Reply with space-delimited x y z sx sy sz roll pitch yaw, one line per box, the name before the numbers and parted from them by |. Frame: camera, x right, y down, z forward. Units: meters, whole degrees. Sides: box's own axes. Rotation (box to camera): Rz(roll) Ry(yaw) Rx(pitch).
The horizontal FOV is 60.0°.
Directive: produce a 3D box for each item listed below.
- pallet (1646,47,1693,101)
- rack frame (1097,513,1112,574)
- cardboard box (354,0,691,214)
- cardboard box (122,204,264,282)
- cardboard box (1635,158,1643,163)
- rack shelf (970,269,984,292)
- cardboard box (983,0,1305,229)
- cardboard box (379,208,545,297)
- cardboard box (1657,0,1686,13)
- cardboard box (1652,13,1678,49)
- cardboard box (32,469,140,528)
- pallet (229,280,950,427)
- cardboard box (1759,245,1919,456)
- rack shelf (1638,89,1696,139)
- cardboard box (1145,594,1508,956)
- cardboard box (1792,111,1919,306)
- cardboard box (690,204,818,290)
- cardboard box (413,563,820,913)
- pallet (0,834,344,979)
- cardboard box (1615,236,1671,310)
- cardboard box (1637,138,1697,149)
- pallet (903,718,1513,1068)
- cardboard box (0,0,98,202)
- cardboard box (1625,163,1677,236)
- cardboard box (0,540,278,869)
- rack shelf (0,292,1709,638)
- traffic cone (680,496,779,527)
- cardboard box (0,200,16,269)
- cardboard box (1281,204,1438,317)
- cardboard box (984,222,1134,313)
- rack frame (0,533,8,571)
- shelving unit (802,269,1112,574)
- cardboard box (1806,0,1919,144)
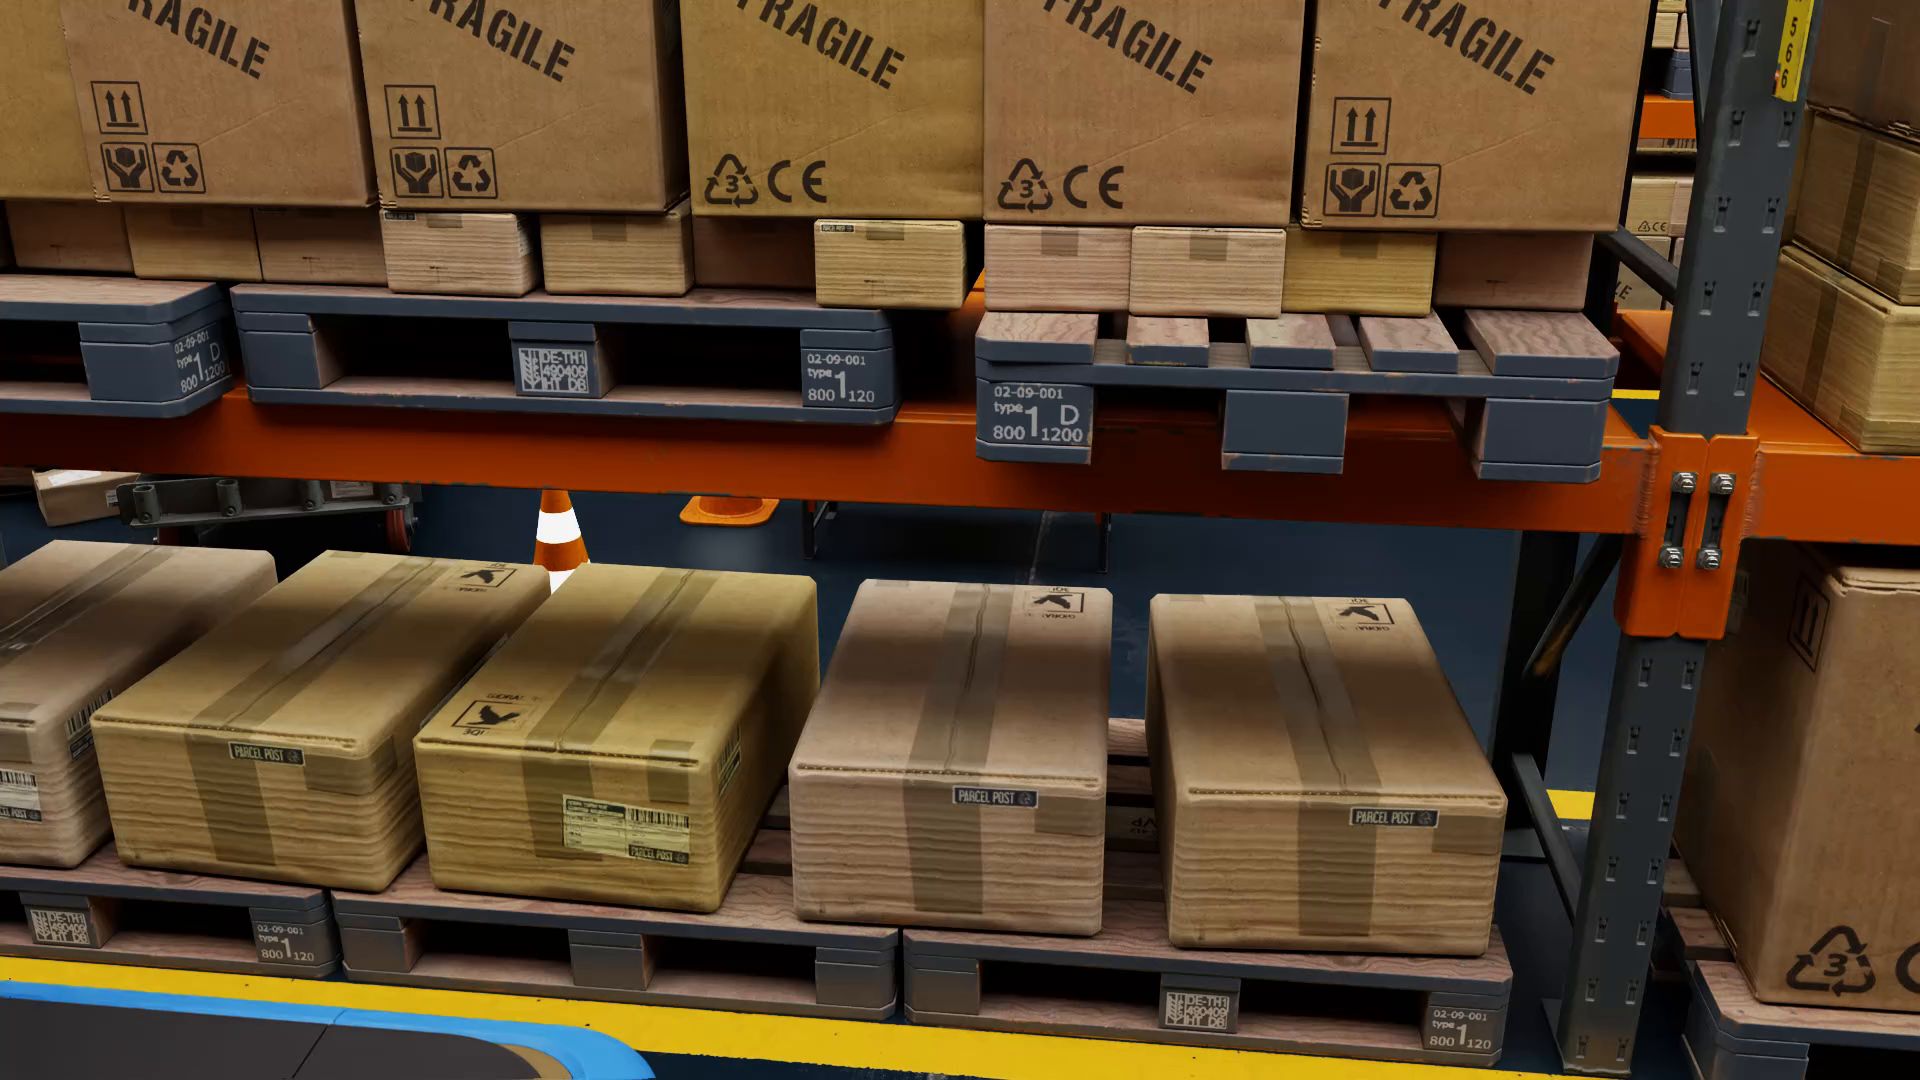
pallet | 3.764 -2.174 7.619 1.213 0.211 1.003 2 22 6
rack frame | 0.512 -0.501 5.677 0.032 1.125 0.500 2 22 6
cardboard box | -0.731 -0.884 2.984 0.500 0.500 0.500 2 22 4
cardboard box | -1.362 -0.609 3.172 0.250 0.149 0.380 3 22 7
cardboard box | 3.006 -1.763 8.129 0.500 0.250 0.500 3 22 7
rack shelf | 0.007 -0.795 5.625 1.000 0.278 0.538 2 22 6
cardboard box | 0.312 -0.839 2.869 0.500 0.500 0.500 2 22 5
cardboard box | -0.858 -0.568 3.066 0.250 0.149 0.380 3 22 8
cardboard box | 3.035 -2.424 7.357 0.250 0.149 0.380 3 22 7
cardboard box | 3.016 -2.285 7.409 0.250 0.149 0.380 3 22 9
cardboard box | -3.218 -0.242 6.192 0.396 0.266 0.258 -14 25 -31
pallet | -0.660 -0.503 3.394 1.213 0.211 1.003 2 22 6
cardboard box | 1.767 -0.339 2.922 0.500 0.250 0.500 2 22 5
rack shelf | 3.779 -1.912 7.676 4.000 0.370 1.077 2 22 6
cardboard box | 0.751 0.477 3.657 0.625 0.372 0.950 1 22 3
cardboard box | 1.785 -0.573 2.832 0.500 0.250 0.500 2 22 6
cardboard box | -0.331 -0.586 3.112 0.250 0.149 0.380 3 22 7
cardboard box | -0.735 0.413 3.819 0.625 0.372 0.950 3 22 8
pallet | -1.888 0.635 4.047 1.213 0.211 1.003 2 22 6
cardboard box | 2.965 -1.222 7.780 0.500 0.500 0.500 3 22 7
cardboard box | 4.924 -3.233 12.356 0.875 0.875 1.225 2 22 4
pallet | 0.535 0.740 3.780 1.213 0.211 1.003 2 22 6
cardboard box | -1.732 -0.929 3.097 0.500 0.500 0.500 3 22 6
cardboard box | 2.953 -1.575 7.653 0.500 0.250 0.500 2 22 6
cardboard box | -2.140 0.354 3.969 0.625 0.372 0.950 3 22 7
rack shelf | -0.675 -0.274 3.531 4.000 0.370 1.077 2 22 6
traffic cone | -0.859 -0.325 6.133 0.334 0.463 0.336 2 22 6
cardboard box | -1.903 -0.620 3.199 0.250 0.149 0.380 3 22 7
cardboard box | 0.683 -0.514 2.930 0.250 0.149 0.380 3 22 7
cardboard box | 0.179 -0.522 2.951 0.250 0.149 0.380 1 22 4
rack frame | -2.661 -0.695 3.618 0.127 3.000 1.000 2 22 6
shelving unit | 0.007 -0.523 5.732 1.048 1.125 0.538 2 22 6
cardboard box | 1.772 -0.923 2.698 0.500 0.500 0.500 2 22 5
